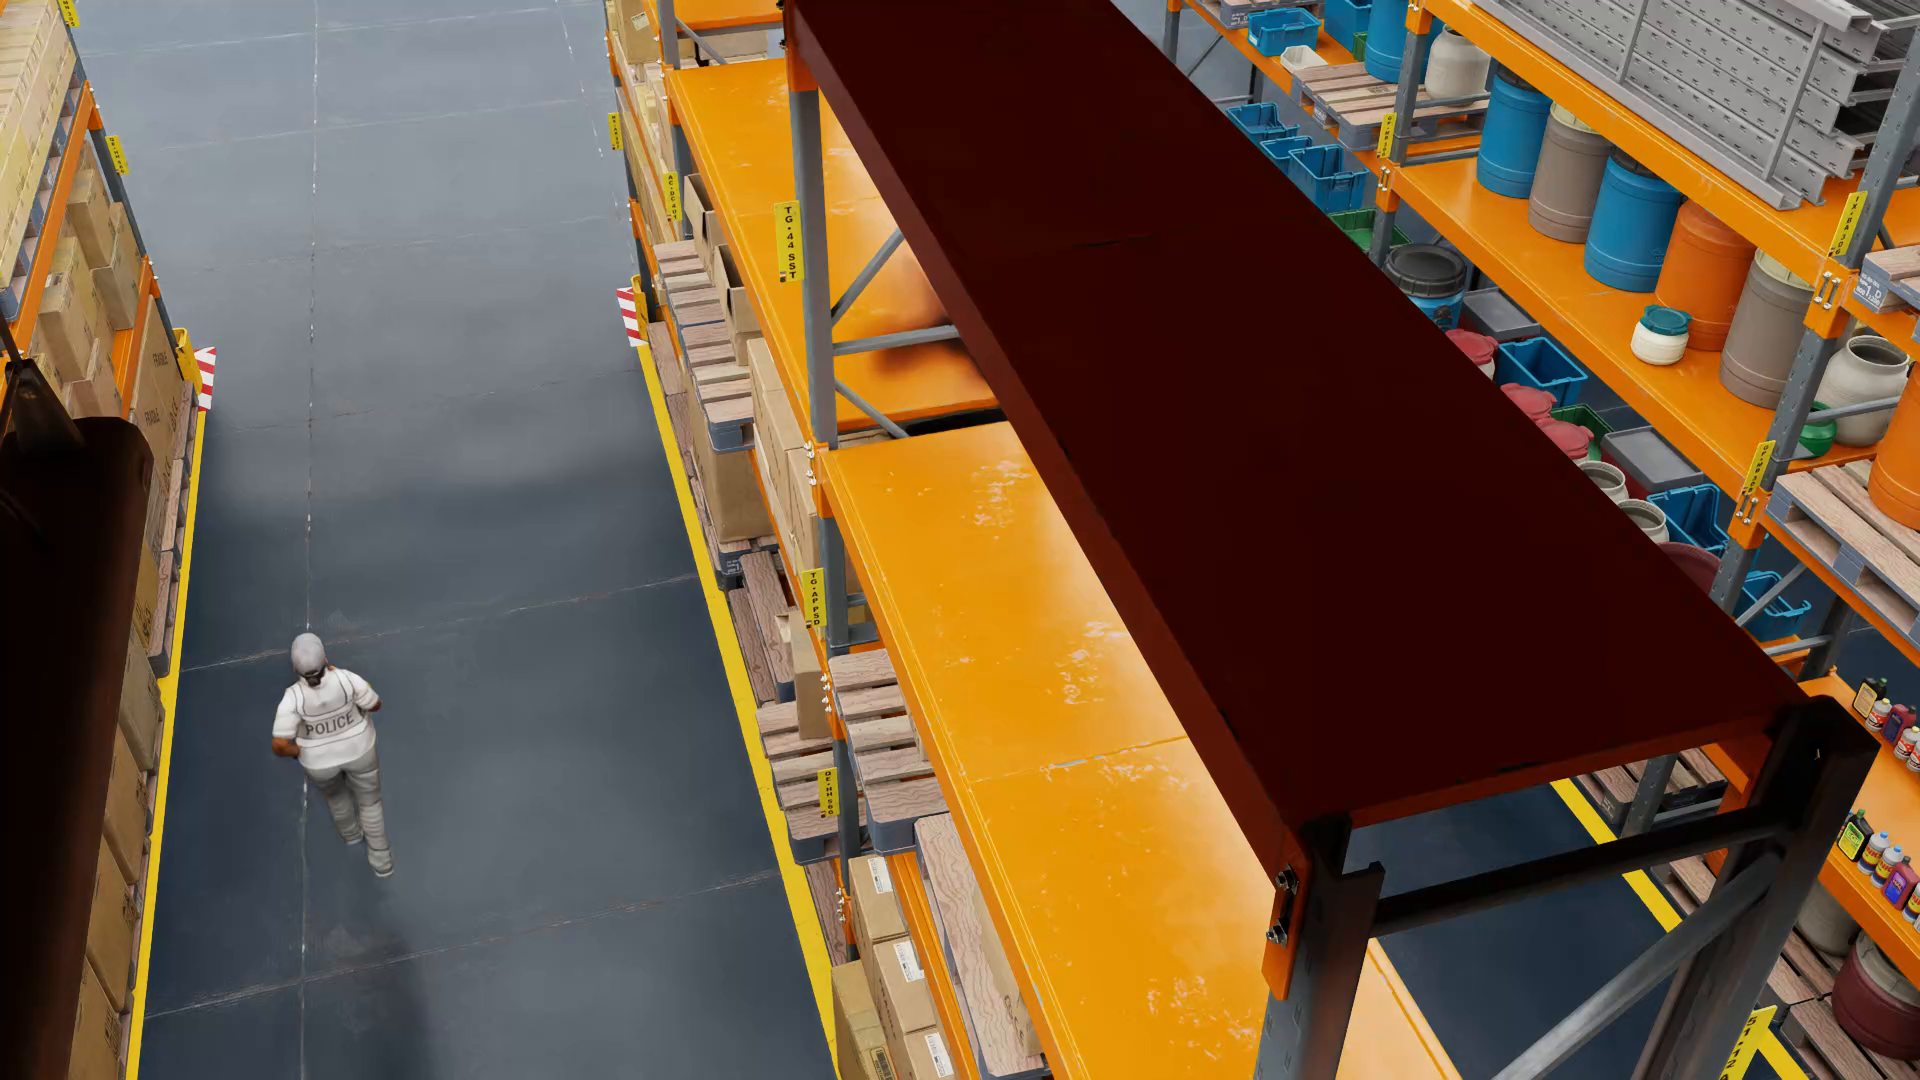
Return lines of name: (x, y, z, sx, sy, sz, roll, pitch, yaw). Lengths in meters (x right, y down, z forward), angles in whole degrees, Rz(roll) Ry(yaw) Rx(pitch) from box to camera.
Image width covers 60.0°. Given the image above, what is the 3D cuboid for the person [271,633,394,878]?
person: (-3.533, 1.237, 9.488, 0.585, 1.767, 0.684, -13, 40, -16)
